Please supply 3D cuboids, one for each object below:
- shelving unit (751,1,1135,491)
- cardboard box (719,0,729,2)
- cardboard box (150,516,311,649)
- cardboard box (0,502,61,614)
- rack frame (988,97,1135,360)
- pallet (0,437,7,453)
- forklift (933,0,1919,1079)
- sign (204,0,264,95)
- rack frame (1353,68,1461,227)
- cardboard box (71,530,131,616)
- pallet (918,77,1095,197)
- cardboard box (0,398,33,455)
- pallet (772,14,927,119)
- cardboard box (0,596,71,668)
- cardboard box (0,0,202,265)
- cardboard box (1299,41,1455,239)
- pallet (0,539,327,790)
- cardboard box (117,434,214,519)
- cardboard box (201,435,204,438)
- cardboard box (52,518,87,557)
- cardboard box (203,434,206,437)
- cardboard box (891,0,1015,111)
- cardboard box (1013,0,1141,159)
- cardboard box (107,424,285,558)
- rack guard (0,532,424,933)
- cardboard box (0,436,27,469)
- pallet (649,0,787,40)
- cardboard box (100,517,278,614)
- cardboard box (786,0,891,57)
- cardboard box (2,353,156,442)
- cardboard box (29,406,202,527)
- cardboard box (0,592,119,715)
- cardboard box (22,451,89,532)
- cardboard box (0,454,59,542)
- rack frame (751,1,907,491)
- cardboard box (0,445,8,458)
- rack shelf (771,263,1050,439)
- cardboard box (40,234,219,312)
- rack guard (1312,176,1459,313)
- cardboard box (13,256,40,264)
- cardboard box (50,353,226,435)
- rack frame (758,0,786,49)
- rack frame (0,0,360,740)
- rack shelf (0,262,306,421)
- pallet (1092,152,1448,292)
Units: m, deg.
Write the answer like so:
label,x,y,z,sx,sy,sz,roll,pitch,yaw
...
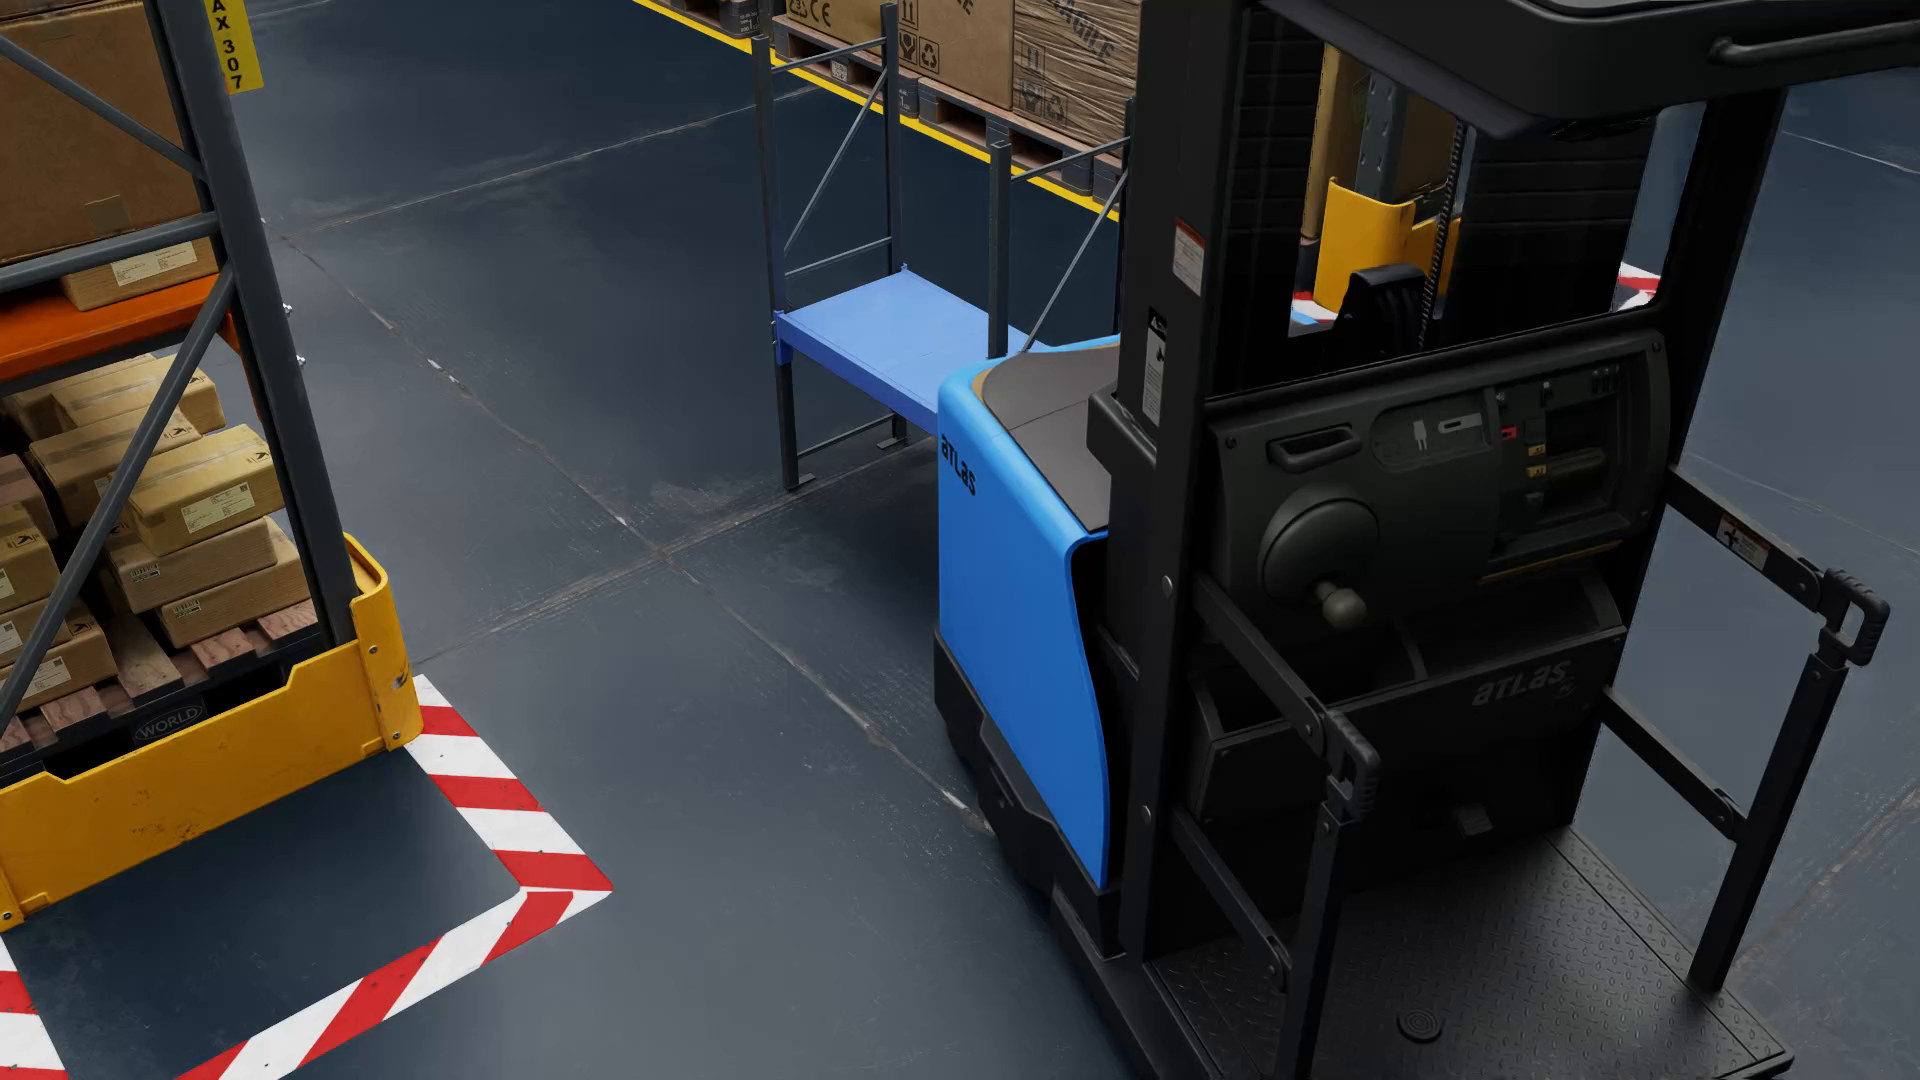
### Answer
label,x,y,z,sx,sy,sz,roll,pitch,yaw
shelving unit,-0.055,-0.650,4.870,0.538,1.500,1.048,-26,43,-32
cardboard box,-1.096,-3.679,9.324,1.225,0.875,0.875,-26,43,-32
cardboard box,-2.035,0.113,4.598,0.380,0.149,0.250,-25,42,-31
cardboard box,-2.476,0.082,4.128,0.380,0.149,0.250,-25,43,-31
rack frame,0.273,-0.425,4.553,0.500,1.500,0.032,-26,43,-32
pallet,-3.270,-0.334,5.539,1.003,0.211,1.213,-26,43,-32
forklift,0.948,-0.044,2.776,1.130,2.935,3.031,-13,37,-18
sign,-1.527,-1.084,3.436,0.100,0.325,0.005,-26,43,-32
rack frame,1.913,-2.334,5.950,1.000,3.000,0.127,-26,43,-32
cardboard box,-2.266,0.028,4.718,0.380,0.149,0.250,-26,43,-32
pallet,0.554,-2.058,7.973,1.003,0.211,1.213,-26,43,-32
cardboard box,-2.769,-0.437,5.118,0.380,0.149,0.250,-28,44,-34
pallet,-0.237,-2.597,8.734,1.003,0.211,1.213,-26,43,-32
cardboard box,-2.500,0.216,4.196,0.380,0.149,0.250,-27,44,-33
cardboard box,-2.020,-0.992,3.711,0.500,0.500,0.500,-24,42,-30
cardboard box,1.439,-1.891,6.799,0.875,0.875,0.875,-26,43,-32
pallet,-2.487,0.204,4.779,1.003,0.211,1.213,-26,43,-32
cardboard box,-2.217,-0.127,4.679,0.380,0.149,0.250,-26,43,-32
cardboard box,-2.525,-0.355,5.003,0.380,0.149,0.250,-25,42,-30
cardboard box,-2.432,-0.079,4.870,0.380,0.149,0.250,-26,43,-31
cardboard box,-2.513,-0.233,5.087,0.380,0.149,0.250,-25,43,-31
cardboard box,0.277,-2.685,7.921,0.875,0.875,0.875,-26,43,-32
cardboard box,0.852,-2.292,7.367,0.875,0.875,0.875,-26,43,-32
cardboard box,-2.020,-0.137,4.437,0.380,0.149,0.250,-28,44,-34
rack guard,-1.990,0.458,4.170,1.175,0.500,0.348,-26,43,-32
cardboard box,-2.750,-0.310,5.196,0.380,0.149,0.250,-26,43,-32
pallet,-1.224,-3.274,9.691,1.003,0.211,1.213,-26,43,-32
cardboard box,-2.083,0.015,4.479,0.380,0.149,0.250,-24,42,-30
cardboard box,-0.303,-3.083,8.482,0.875,0.875,0.875,-26,43,-32
cardboard box,-2.577,-0.452,4.881,0.380,0.149,0.250,-28,44,-34
cardboard box,-2.289,-0.214,4.545,0.380,0.149,0.250,-25,42,-31
cardboard box,-2.440,0.309,4.322,0.380,0.149,0.250,-25,42,-31
cardboard box,-2.442,-0.202,4.785,0.380,0.149,0.250,-25,43,-31
cardboard box,-2.595,-0.051,4.315,0.380,0.149,0.250,-25,42,-31
rack frame,-0.383,-0.874,5.187,0.500,1.500,0.032,-26,43,-32
cardboard box,-2.931,-0.170,4.741,0.380,0.149,0.250,-27,43,-32
rack shelf,-0.055,-0.503,4.974,0.538,0.185,1.000,-26,43,-32
cardboard box,-1.900,-0.691,3.848,0.380,0.149,0.250,-26,43,-32
rack guard,1.929,-1.303,6.657,1.175,0.500,0.348,-26,43,-32
cardboard box,-2.096,-0.788,3.985,0.380,0.149,0.250,-24,42,-30
cardboard box,-2.354,-0.373,4.770,0.380,0.149,0.250,-26,43,-32
rack frame,-0.668,-4.100,8.443,1.000,3.000,0.127,-26,43,-32
rack frame,-1.941,-0.528,3.401,1.000,3.000,0.127,-26,43,-32
rack shelf,-3.232,-1.118,4.855,1.077,0.370,4.000,-26,43,-32
pallet,1.337,-1.519,7.213,1.003,0.211,1.213,-26,43,-32
